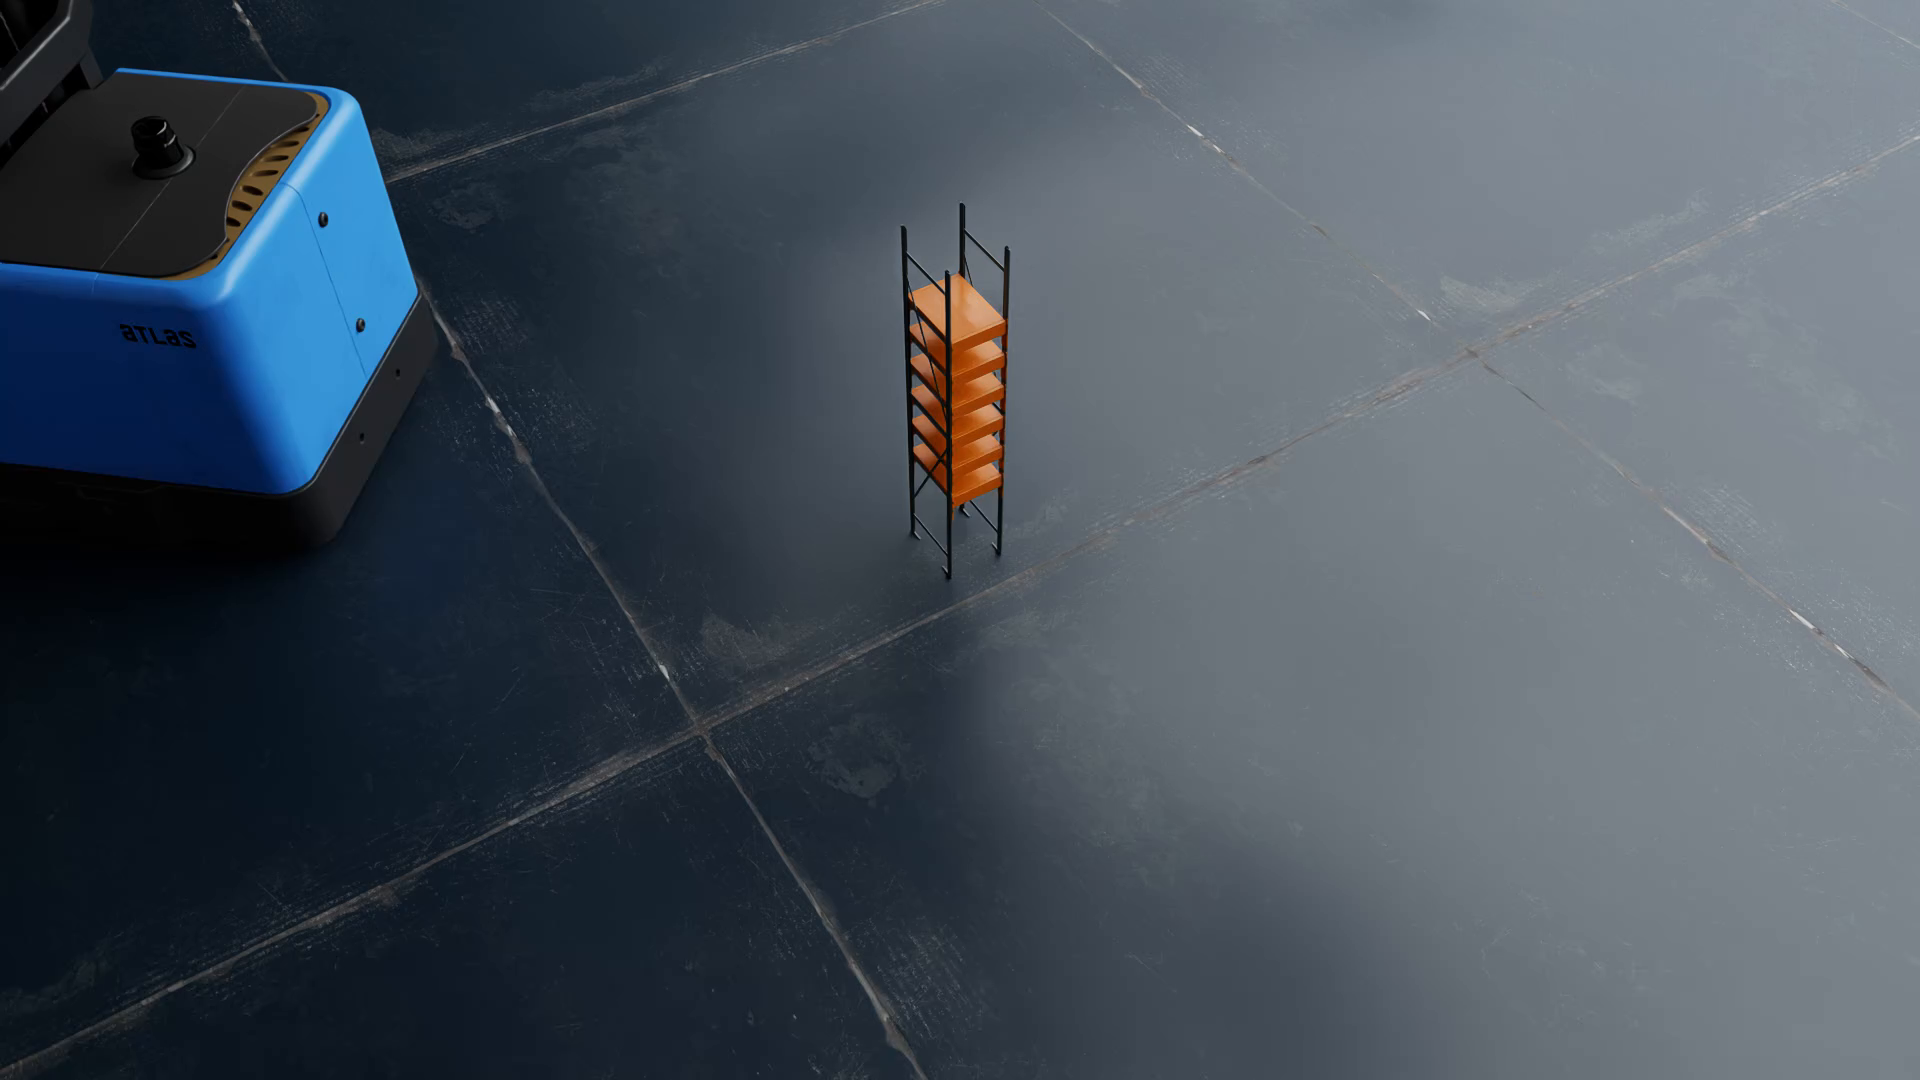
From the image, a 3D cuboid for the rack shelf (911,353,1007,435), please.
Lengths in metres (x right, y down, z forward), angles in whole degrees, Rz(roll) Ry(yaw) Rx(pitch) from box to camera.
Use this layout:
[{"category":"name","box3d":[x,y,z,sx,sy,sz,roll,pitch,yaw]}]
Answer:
[{"category":"rack shelf","box3d":[-0.012,-0.444,4.740,0.180,0.103,0.258,-25,53,-21]}]

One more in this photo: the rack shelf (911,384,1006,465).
[{"category":"rack shelf","box3d":[-0.012,-0.364,4.830,0.180,0.103,0.258,-25,53,-21]}]

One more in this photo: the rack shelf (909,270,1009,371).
[{"category":"rack shelf","box3d":[-0.012,-0.603,4.561,0.180,0.103,0.258,-25,53,-21]}]

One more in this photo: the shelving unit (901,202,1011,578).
[{"category":"shelving unit","box3d":[-0.012,-0.393,4.797,0.189,1.200,0.258,-25,53,-21]}]

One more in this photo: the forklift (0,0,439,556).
[{"category":"forklift","box3d":[-3.364,-1.443,4.573,3.031,2.935,1.130,7,49,6]}]

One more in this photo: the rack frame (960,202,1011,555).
[{"category":"rack frame","box3d":[0.065,-0.430,4.829,0.006,1.200,0.240,-25,53,-21]}]

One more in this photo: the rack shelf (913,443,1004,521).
[{"category":"rack shelf","box3d":[-0.012,-0.204,5.009,0.180,0.103,0.258,-25,53,-21]}]

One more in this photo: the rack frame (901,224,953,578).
[{"category":"rack frame","box3d":[-0.090,-0.357,4.764,0.006,1.200,0.240,-25,53,-21]}]

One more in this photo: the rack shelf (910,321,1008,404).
[{"category":"rack shelf","box3d":[-0.012,-0.523,4.651,0.180,0.103,0.258,-25,53,-21]}]

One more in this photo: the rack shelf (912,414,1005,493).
[{"category":"rack shelf","box3d":[-0.012,-0.284,4.920,0.180,0.103,0.258,-25,53,-21]}]
